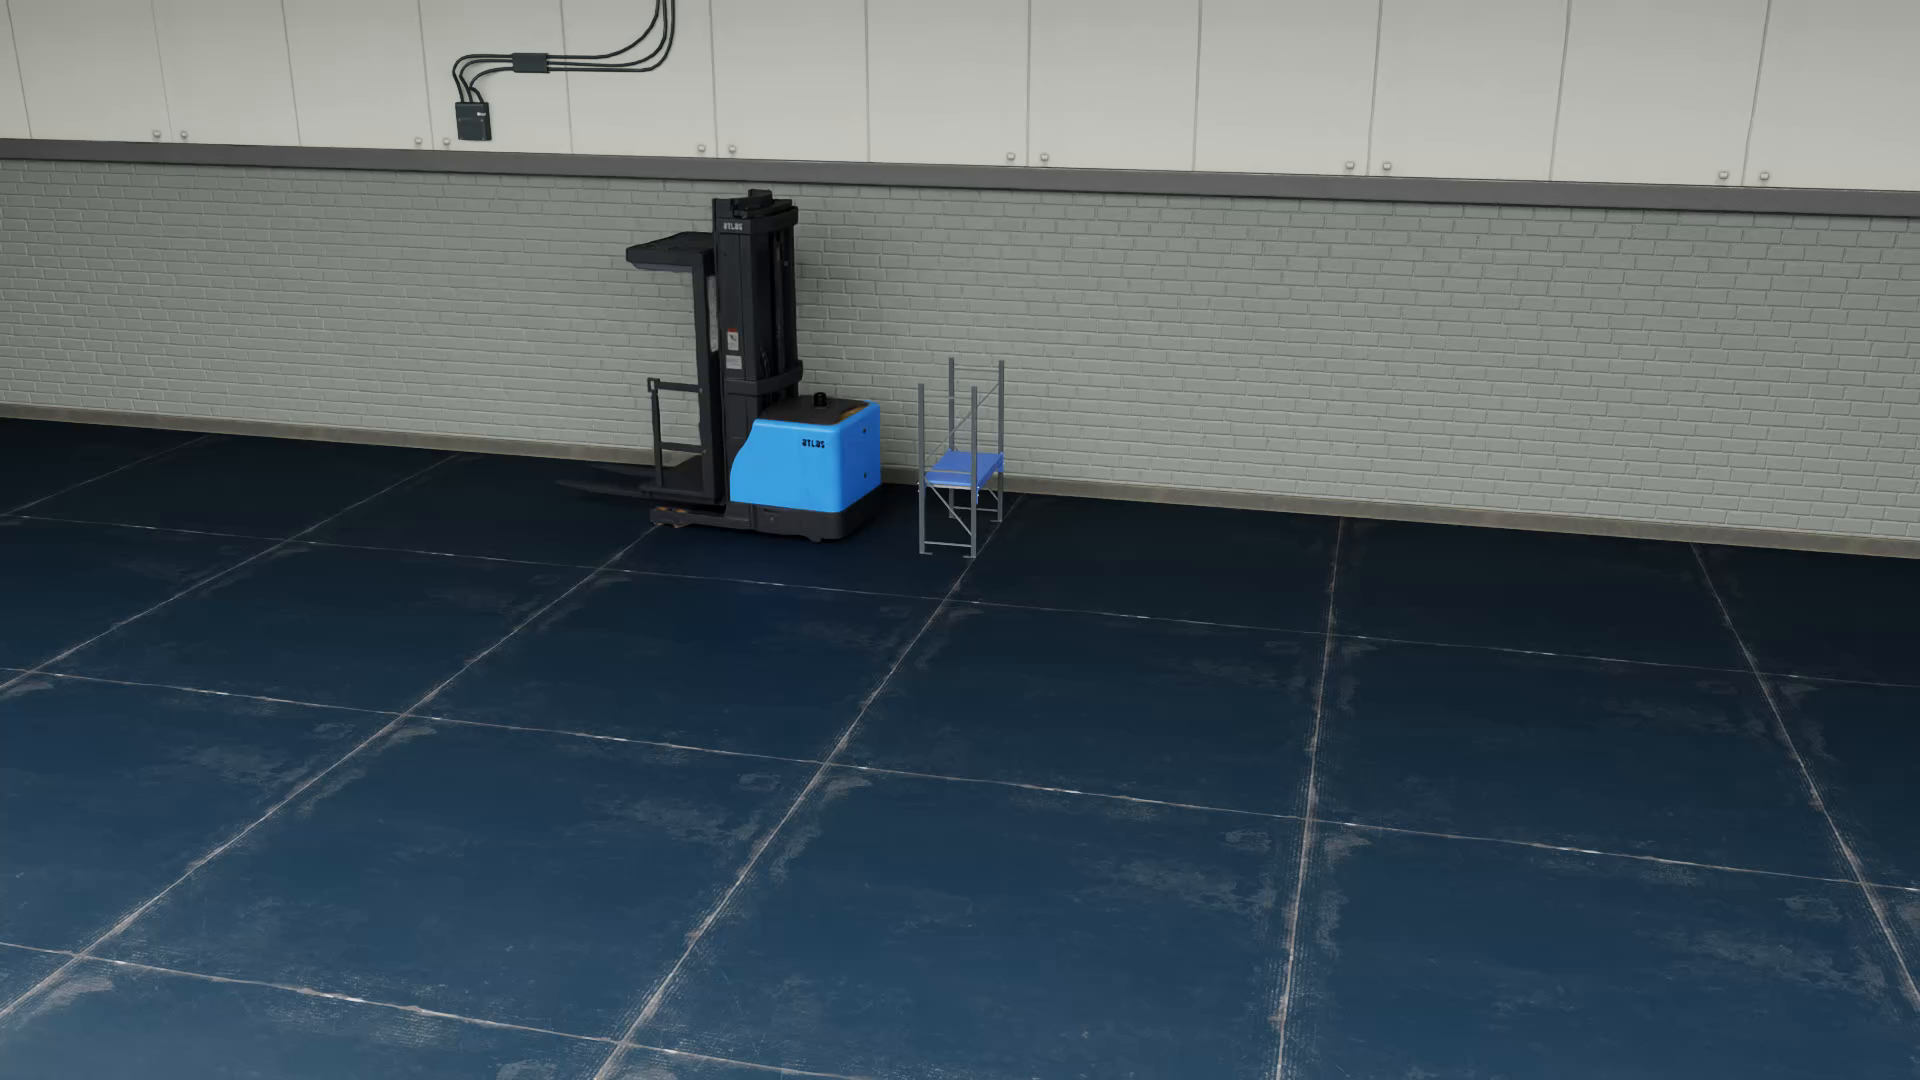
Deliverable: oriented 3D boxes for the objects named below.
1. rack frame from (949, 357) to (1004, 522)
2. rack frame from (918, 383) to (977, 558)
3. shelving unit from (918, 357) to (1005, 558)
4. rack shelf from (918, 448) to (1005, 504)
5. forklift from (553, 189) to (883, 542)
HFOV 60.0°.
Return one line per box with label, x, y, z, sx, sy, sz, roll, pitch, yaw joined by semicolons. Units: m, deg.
rack frame;0.145;-0.896;14.990;0.500;1.500;0.032;5;19;13
rack frame;-0.103;-0.577;14.057;0.500;1.500;0.032;5;19;13
shelving unit;0.021;-0.736;14.523;0.538;1.500;1.048;5;19;13
rack shelf;0.021;-0.566;14.582;0.538;0.185;1.000;5;19;13
forklift;-2.279;-1.645;14.968;3.031;2.935;1.130;7;20;19
